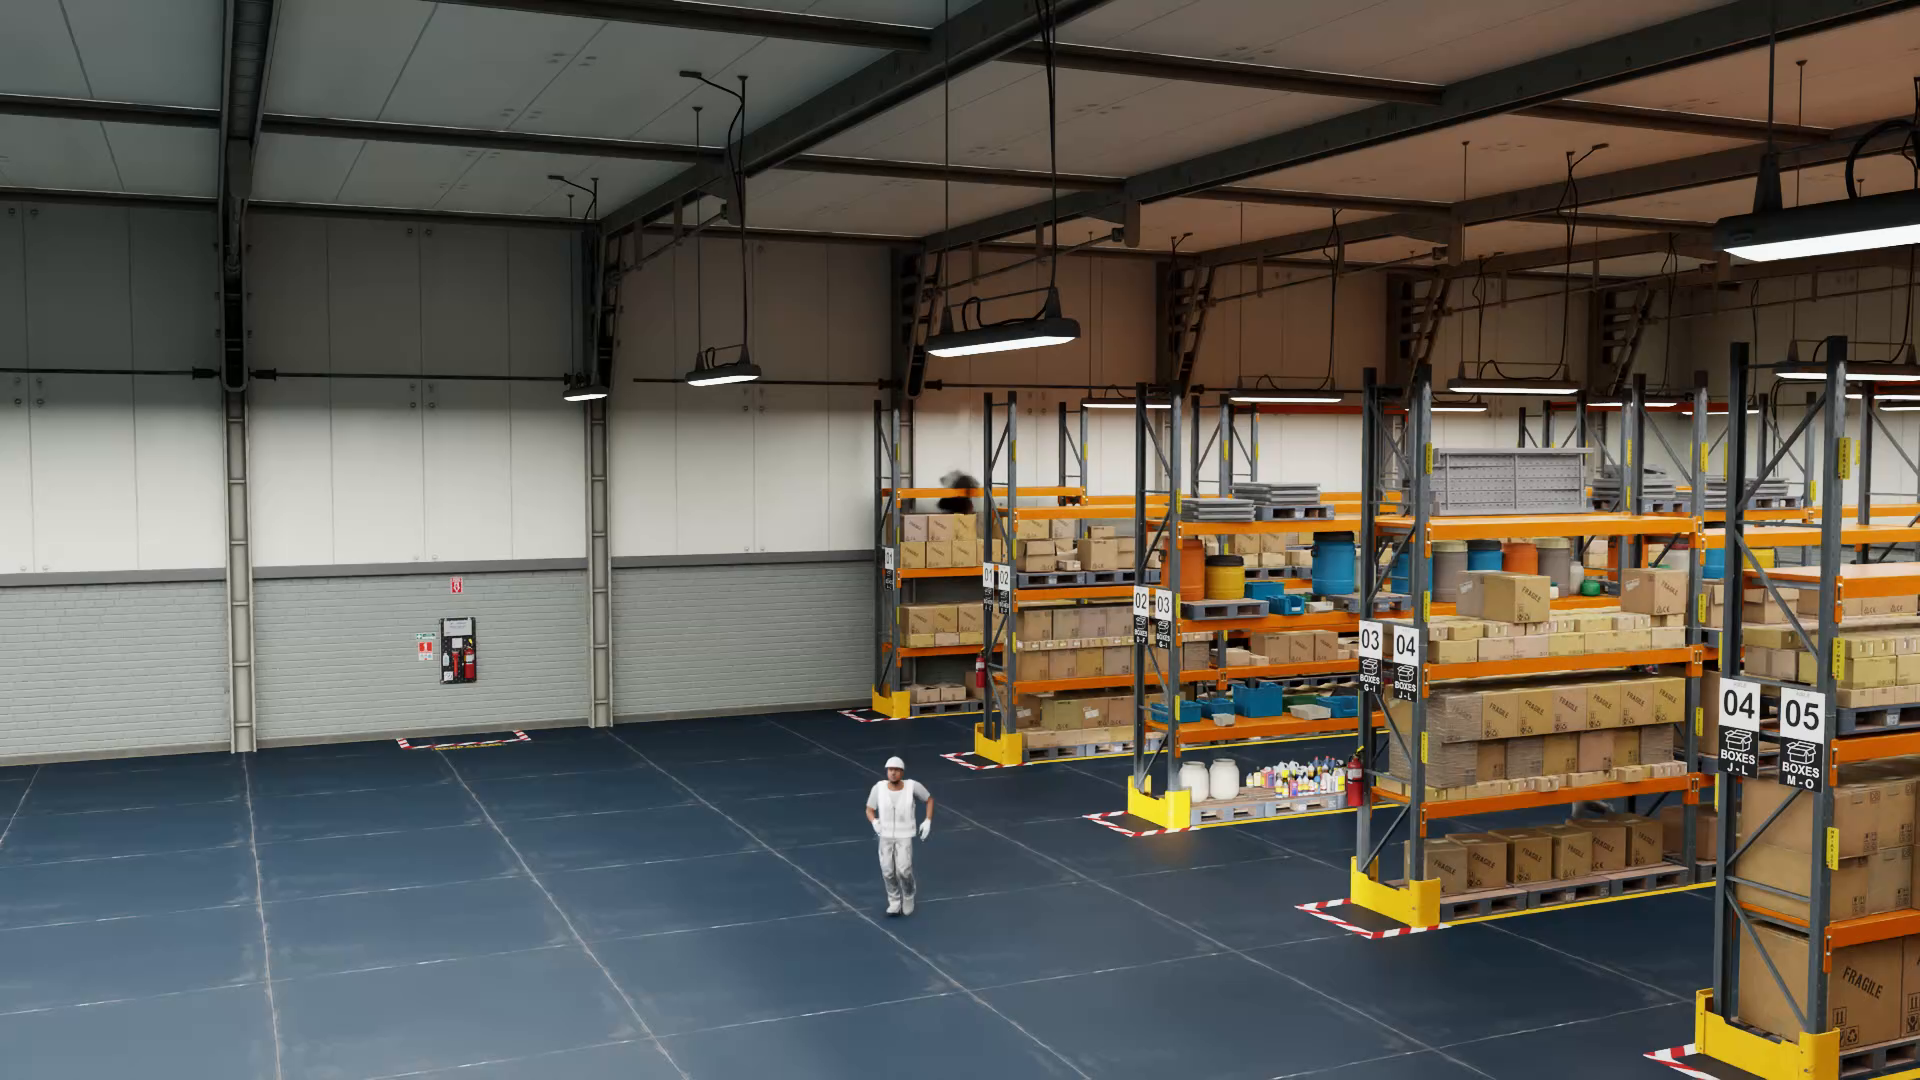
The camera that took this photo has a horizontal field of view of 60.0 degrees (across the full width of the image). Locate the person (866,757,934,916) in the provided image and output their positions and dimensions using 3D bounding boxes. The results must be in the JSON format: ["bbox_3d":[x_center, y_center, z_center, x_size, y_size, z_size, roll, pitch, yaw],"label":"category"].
[{"bbox_3d":[-0.679,3.231,18.037,0.721,1.759,0.638,0,3,8],"label":"person"}]

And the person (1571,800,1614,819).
[{"bbox_3d":[8.204,3.034,21.653,0.928,1.767,0.683,-2,4,-25],"label":"person"}]
